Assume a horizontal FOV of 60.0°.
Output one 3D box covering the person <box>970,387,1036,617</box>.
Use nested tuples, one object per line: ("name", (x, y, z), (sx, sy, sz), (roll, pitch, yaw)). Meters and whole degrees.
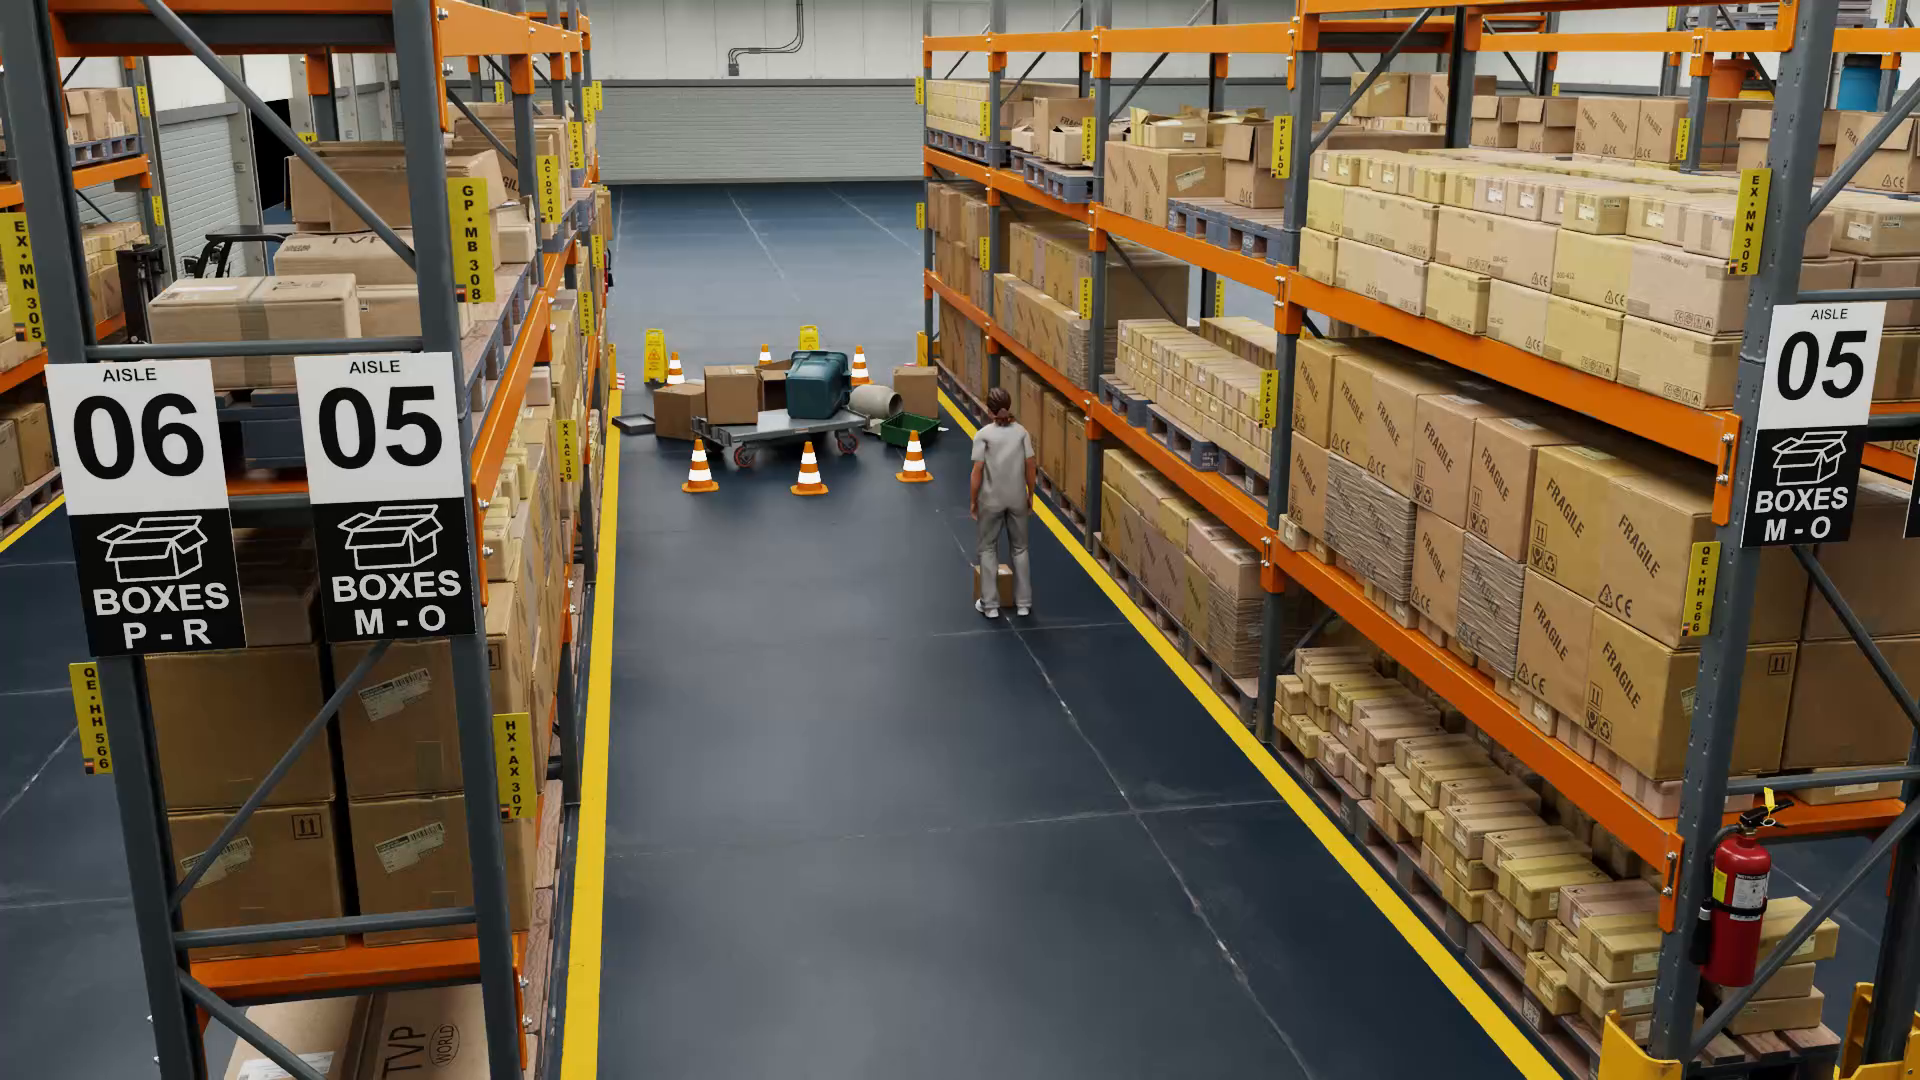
("person", (0.307, -0.270, 11.958), (0.498, 1.671, 0.361), (-4, 17, -13))
